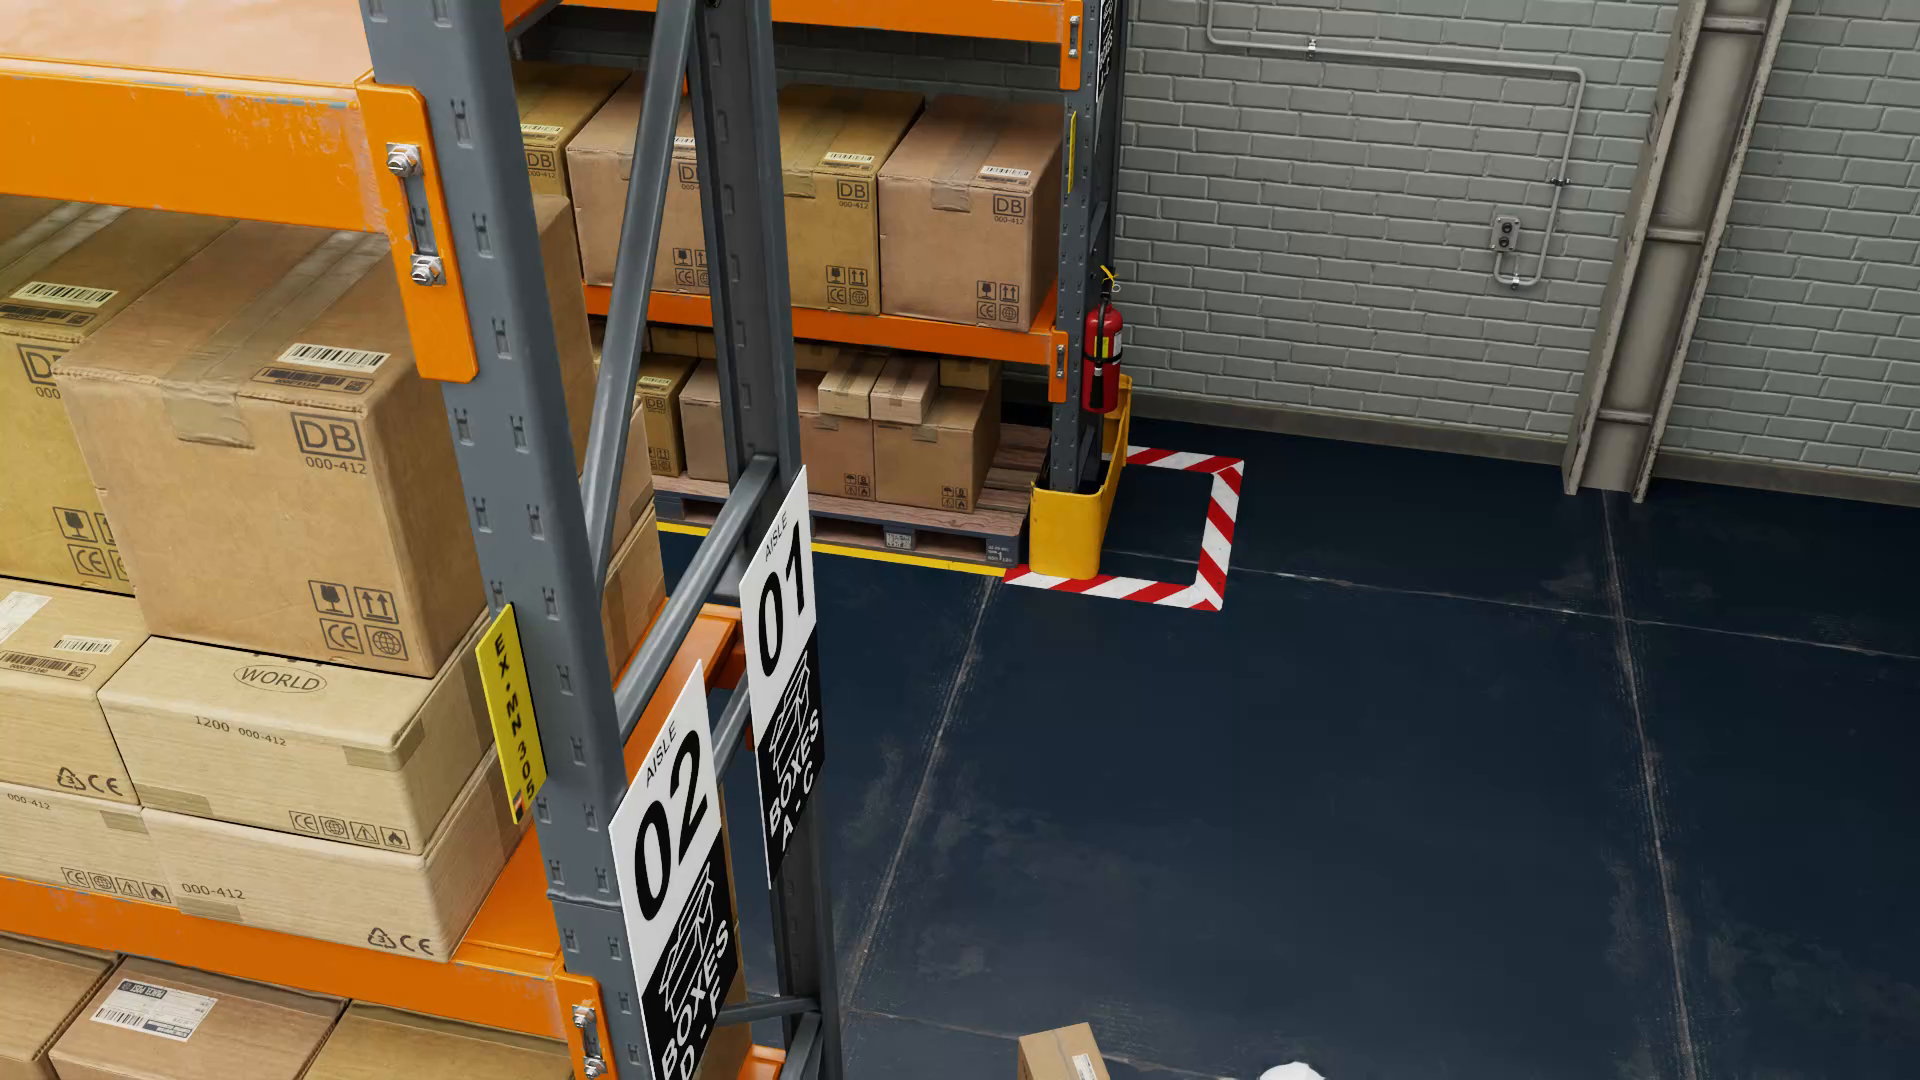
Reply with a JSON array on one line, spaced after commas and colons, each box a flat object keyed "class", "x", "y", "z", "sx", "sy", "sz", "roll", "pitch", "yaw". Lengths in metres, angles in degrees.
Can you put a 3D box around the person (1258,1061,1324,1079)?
[{"class": "person", "x": 0.776, "y": 1.994, "z": 4.210, "sx": 0.605, "sy": 1.731, "sz": 0.999, "roll": -1, "pitch": 36, "yaw": -1}]
